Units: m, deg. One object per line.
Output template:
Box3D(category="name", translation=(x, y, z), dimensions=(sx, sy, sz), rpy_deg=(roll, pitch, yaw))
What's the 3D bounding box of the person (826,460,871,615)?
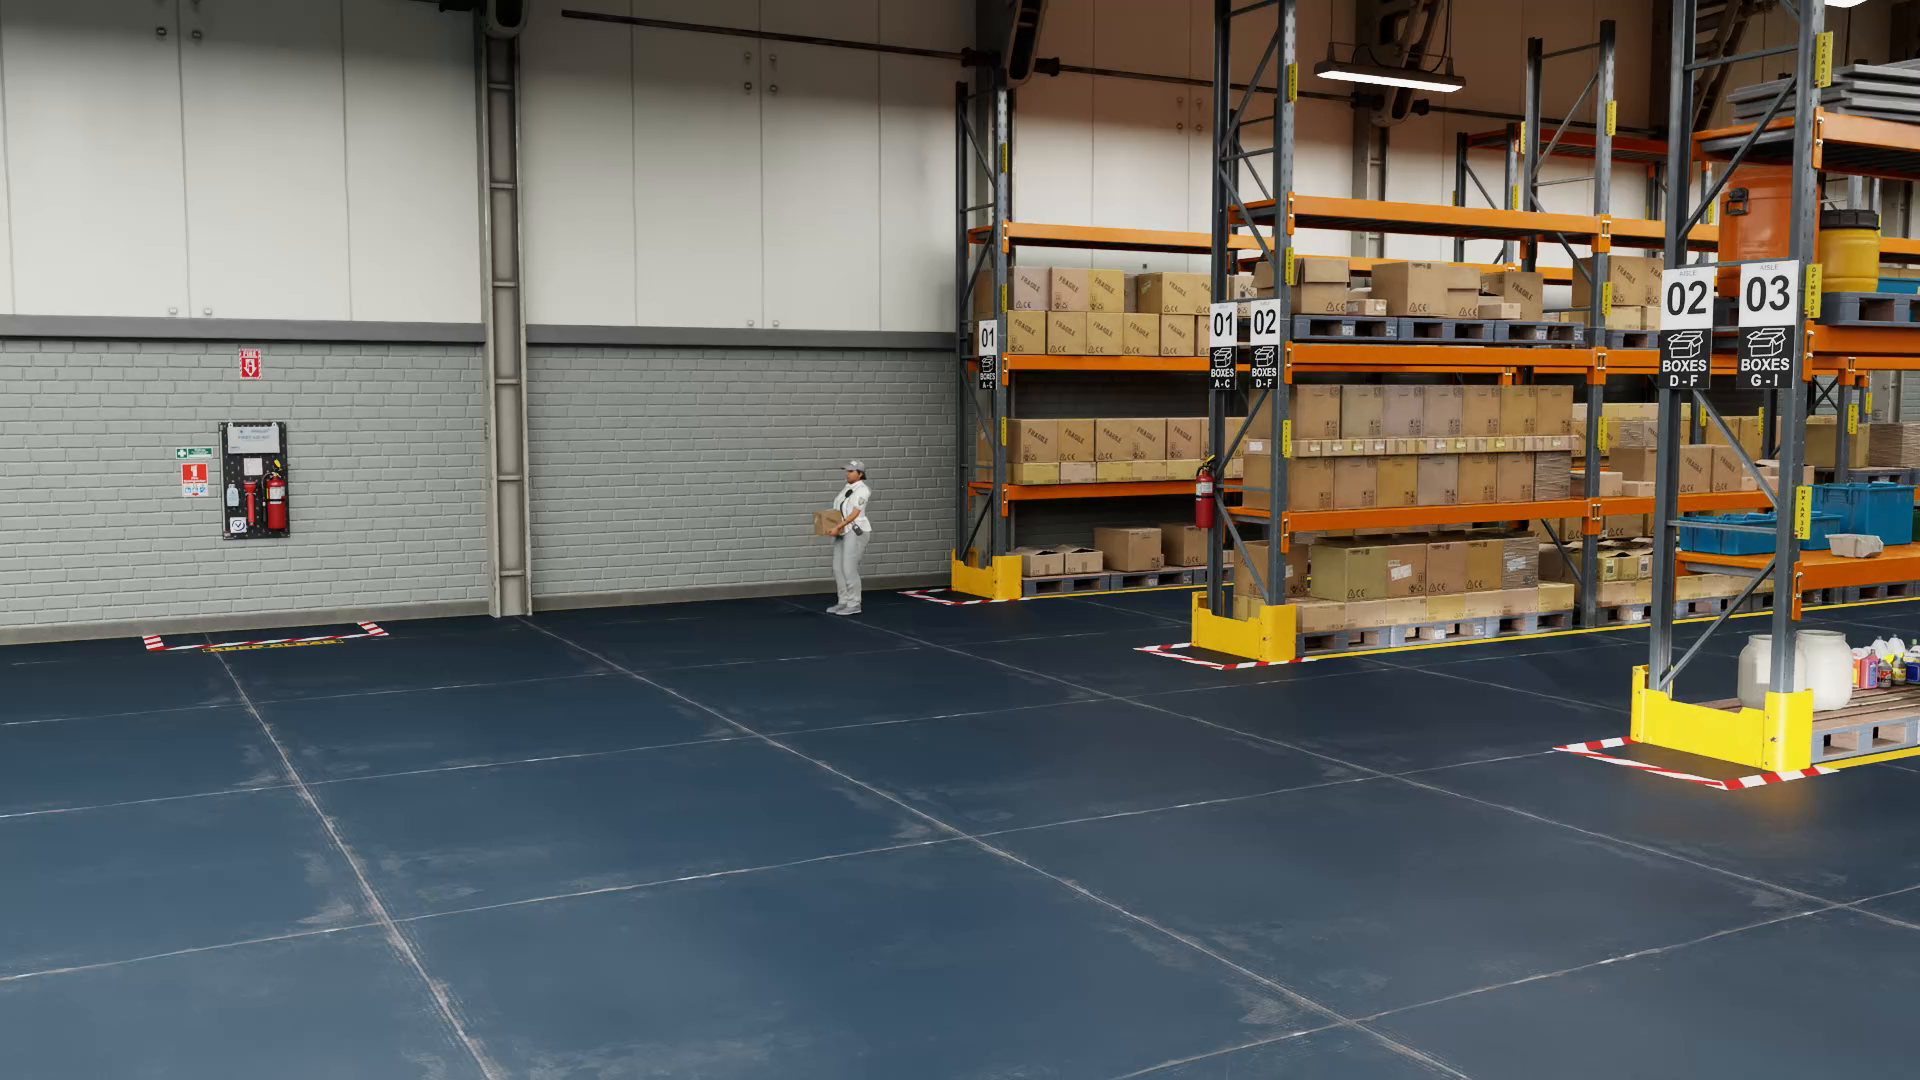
Box3D(category="person", translation=(-1.236, -0.032, 17.903), dimensions=(0.541, 1.653, 0.453), rpy_deg=(-3, 6, -28))
